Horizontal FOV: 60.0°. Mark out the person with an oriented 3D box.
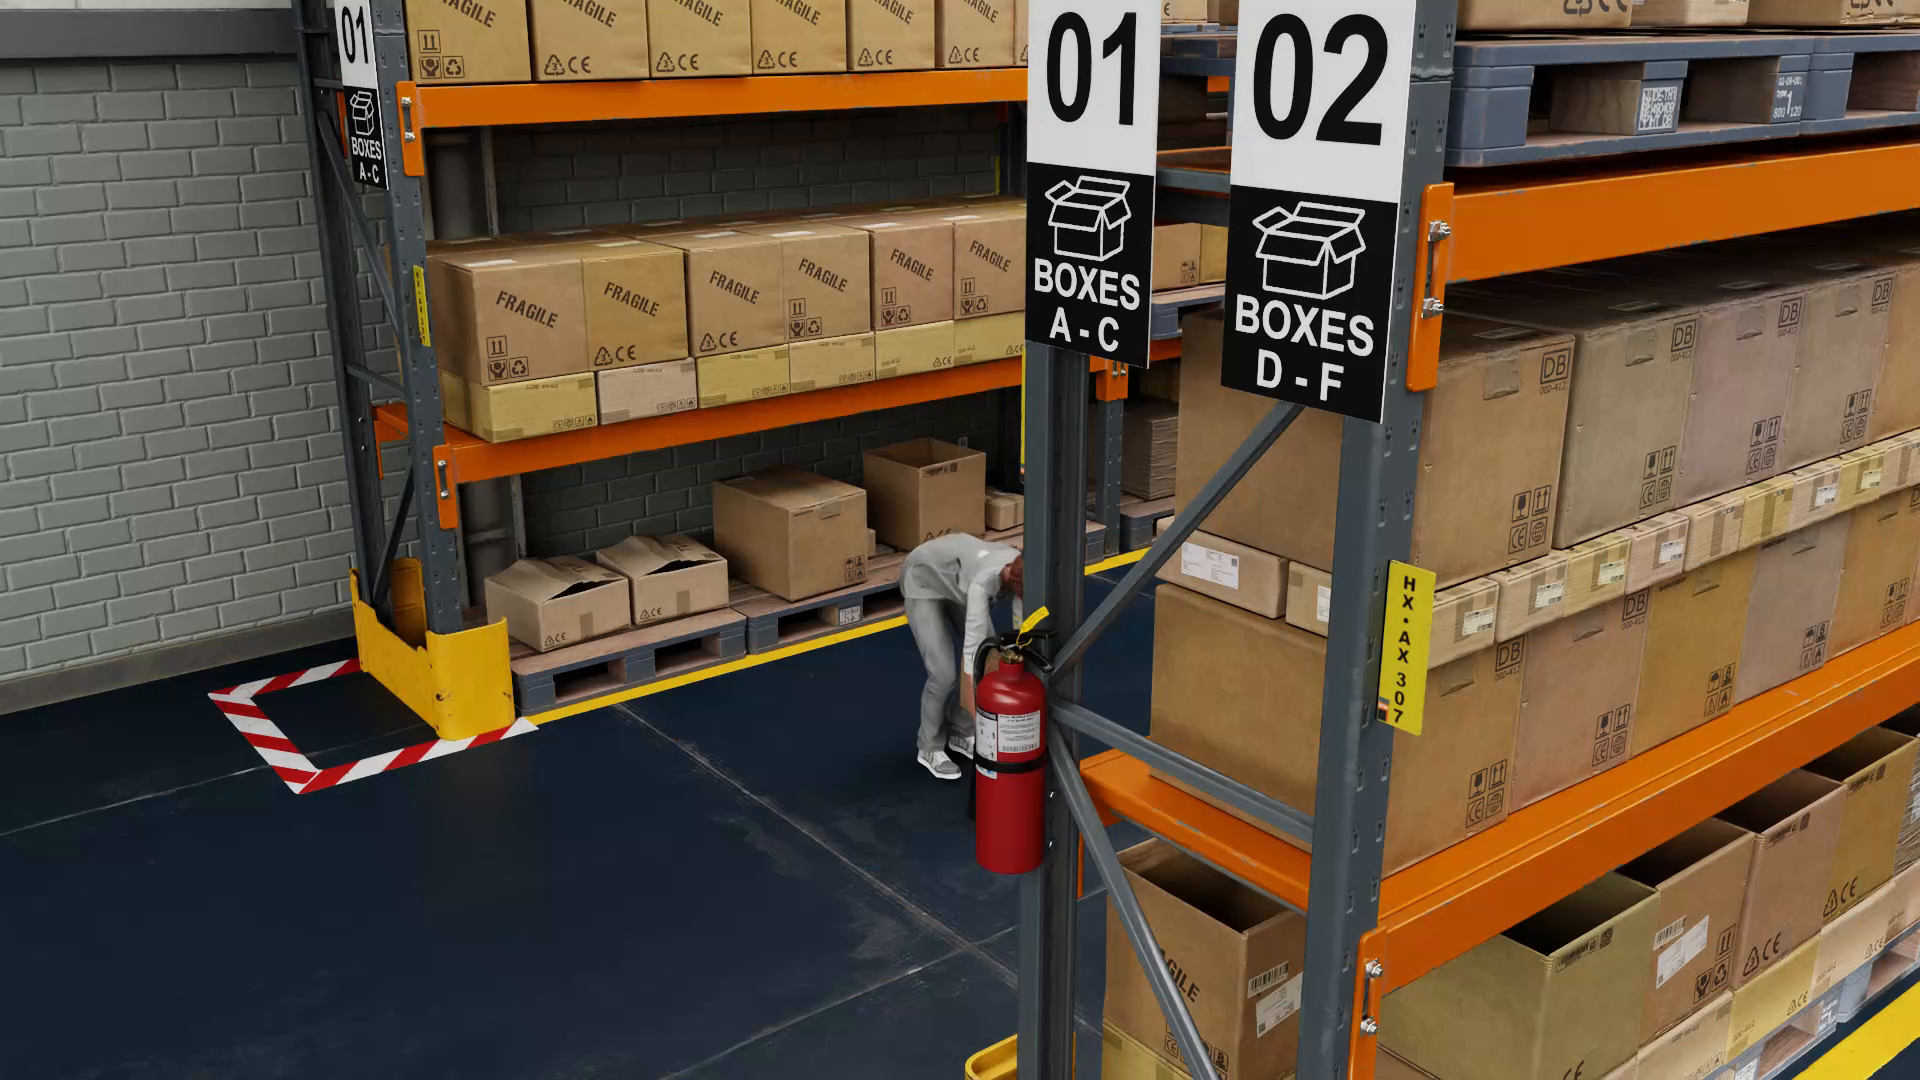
[{"bbox_3d":[0.094,0.492,6.882,0.384,1.088,0.858,-15,23,-38],"label":"person"}]
